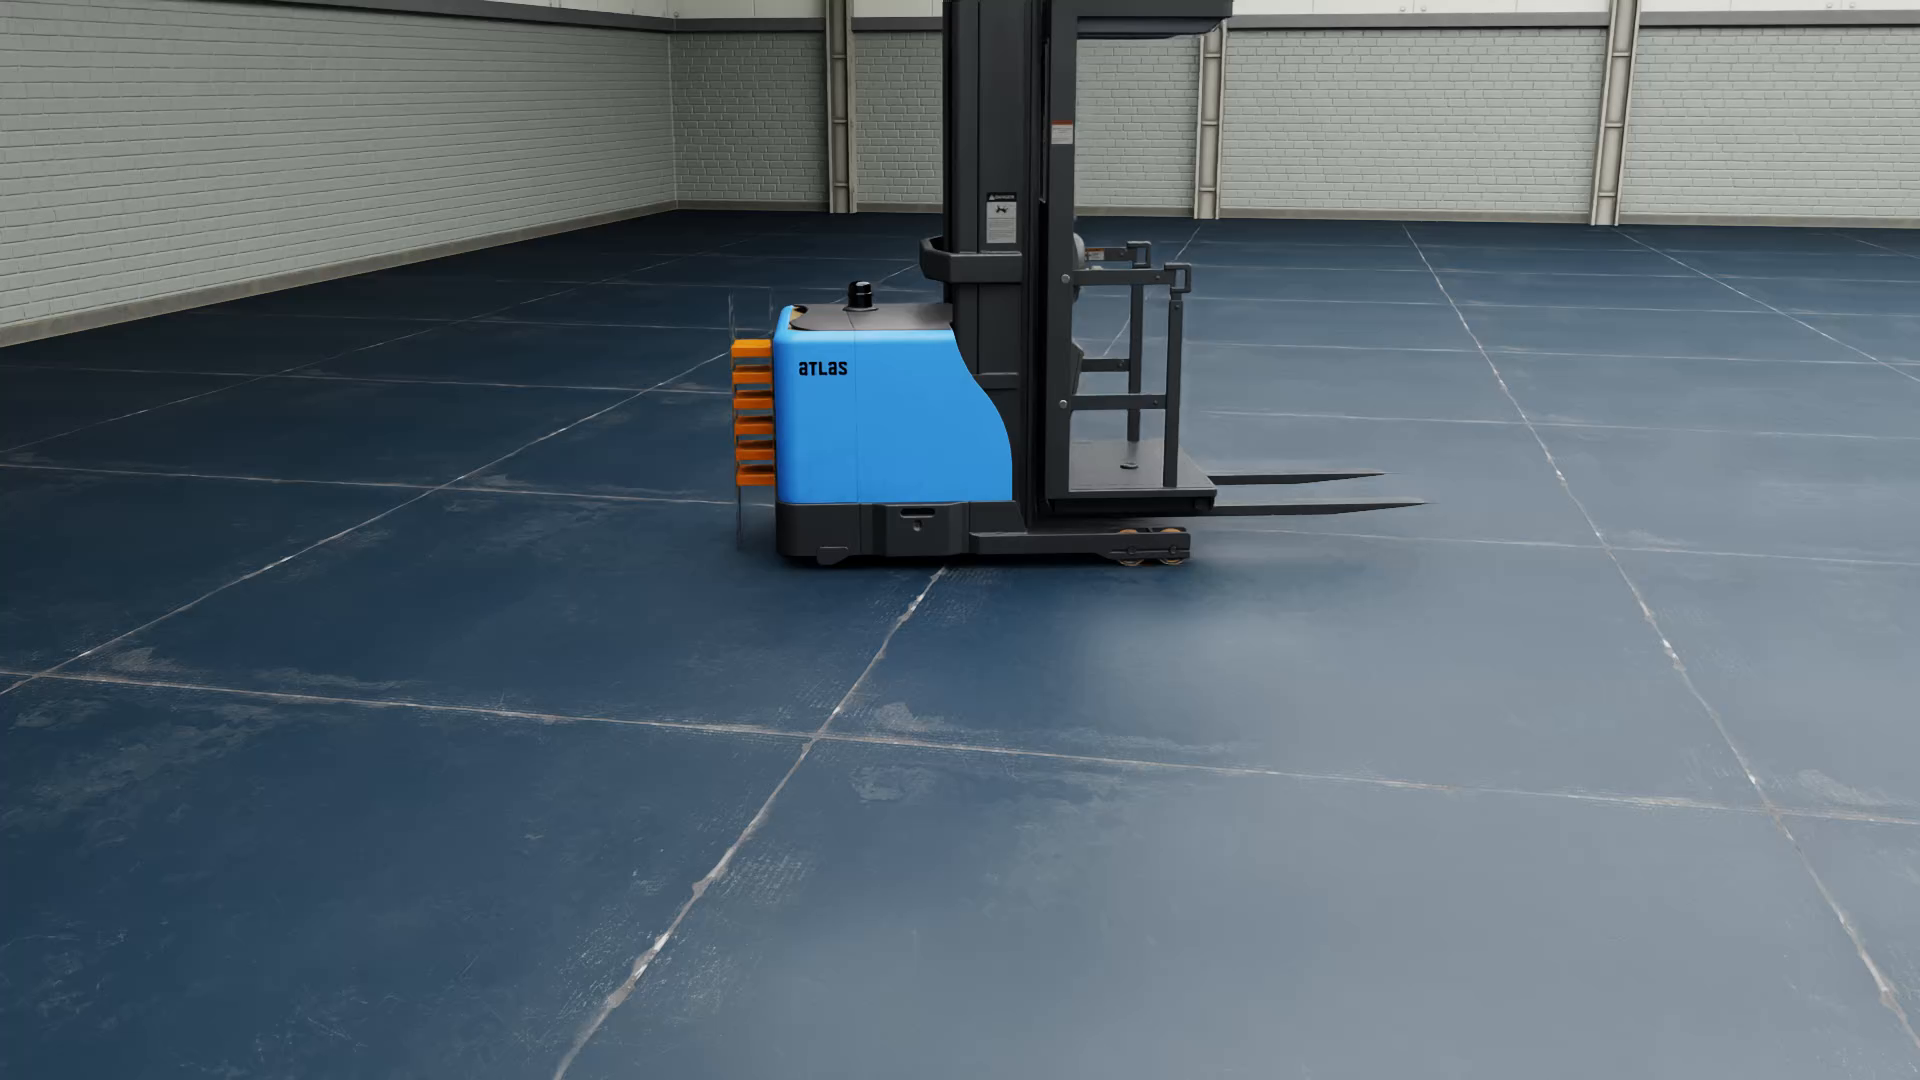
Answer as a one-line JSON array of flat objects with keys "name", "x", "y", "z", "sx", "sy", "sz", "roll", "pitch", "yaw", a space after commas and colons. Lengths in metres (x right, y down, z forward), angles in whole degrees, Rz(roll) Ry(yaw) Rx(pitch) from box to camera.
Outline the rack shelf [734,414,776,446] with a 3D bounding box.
[{"name": "rack shelf", "x": -0.957, "y": -0.517, "z": 7.777, "sx": 0.180, "sy": 0.103, "sz": 0.258, "roll": -1, "pitch": 16, "yaw": -4}]

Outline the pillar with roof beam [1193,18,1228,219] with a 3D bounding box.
[{"name": "pillar with roof beam", "x": 3.081, "y": -8.351, "z": 21.283, "sx": 0.400, "sy": 9.000, "sz": 9.100, "roll": 3, "pitch": 16, "yaw": 11}]

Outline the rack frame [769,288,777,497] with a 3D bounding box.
[{"name": "rack frame", "x": -0.866, "y": -0.561, "z": 7.771, "sx": 0.006, "sy": 1.200, "sz": 0.240, "roll": -1, "pitch": 16, "yaw": -4}]

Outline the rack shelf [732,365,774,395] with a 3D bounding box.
[{"name": "rack shelf", "x": -0.957, "y": -0.748, "z": 7.713, "sx": 0.180, "sy": 0.103, "sz": 0.258, "roll": -1, "pitch": 16, "yaw": -4}]

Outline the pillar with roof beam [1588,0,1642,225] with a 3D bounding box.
[{"name": "pillar with roof beam", "x": 8.960, "y": -8.032, "z": 20.131, "sx": 0.400, "sy": 9.000, "sz": 9.100, "roll": 3, "pitch": 16, "yaw": 11}]

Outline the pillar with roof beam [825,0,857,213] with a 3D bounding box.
[{"name": "pillar with roof beam", "x": -2.799, "y": -8.670, "z": 22.435, "sx": 0.400, "sy": 9.000, "sz": 9.100, "roll": 3, "pitch": 16, "yaw": 11}]

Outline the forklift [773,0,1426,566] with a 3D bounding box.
[{"name": "forklift", "x": 0.651, "y": -1.434, "z": 7.678, "sx": 3.031, "sy": 2.935, "sz": 1.130, "roll": -1, "pitch": 16, "yaw": -4}]

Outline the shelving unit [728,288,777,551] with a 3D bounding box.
[{"name": "shelving unit", "x": -0.957, "y": -0.560, "z": 7.765, "sx": 0.189, "sy": 1.200, "sz": 0.258, "roll": -1, "pitch": 16, "yaw": -4}]

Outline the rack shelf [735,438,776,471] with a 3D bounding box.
[{"name": "rack shelf", "x": -0.957, "y": -0.401, "z": 7.809, "sx": 0.180, "sy": 0.103, "sz": 0.258, "roll": -1, "pitch": 16, "yaw": -4}]

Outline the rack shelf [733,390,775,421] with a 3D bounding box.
[{"name": "rack shelf", "x": -0.957, "y": -0.633, "z": 7.745, "sx": 0.180, "sy": 0.103, "sz": 0.258, "roll": -1, "pitch": 16, "yaw": -4}]

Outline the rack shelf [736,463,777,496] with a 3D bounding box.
[{"name": "rack shelf", "x": -0.957, "y": -0.286, "z": 7.841, "sx": 0.180, "sy": 0.103, "sz": 0.258, "roll": -1, "pitch": 16, "yaw": -4}]

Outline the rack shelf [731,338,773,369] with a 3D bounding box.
[{"name": "rack shelf", "x": -0.957, "y": -0.864, "z": 7.681, "sx": 0.180, "sy": 0.103, "sz": 0.258, "roll": -1, "pitch": 16, "yaw": -4}]

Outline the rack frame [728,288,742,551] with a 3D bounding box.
[{"name": "rack frame", "x": -1.048, "y": -0.558, "z": 7.759, "sx": 0.006, "sy": 1.200, "sz": 0.240, "roll": -1, "pitch": 16, "yaw": -4}]
